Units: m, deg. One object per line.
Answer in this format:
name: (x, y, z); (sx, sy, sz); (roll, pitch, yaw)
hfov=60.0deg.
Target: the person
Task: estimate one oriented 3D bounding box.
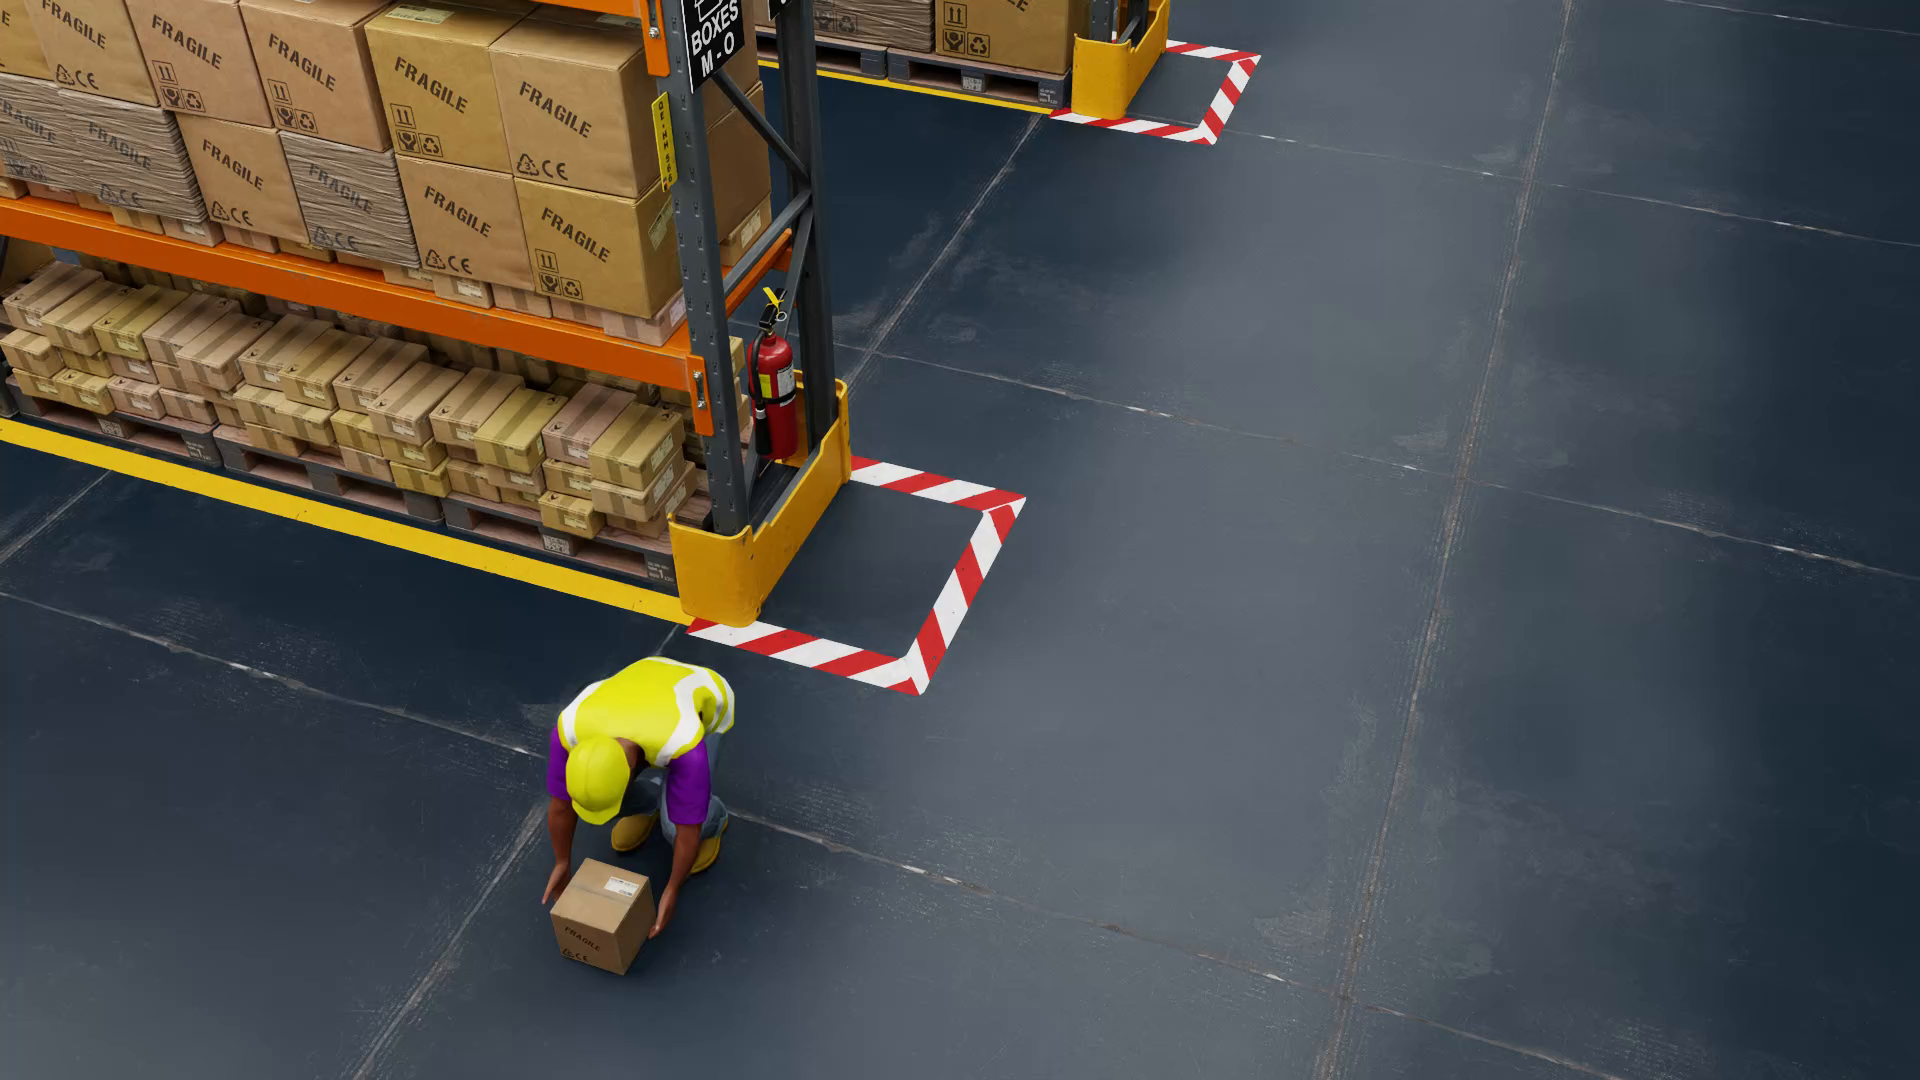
person: (-1.074, 0.817, 5.799); (0.584, 0.994, 0.894); (13, 43, 15)
